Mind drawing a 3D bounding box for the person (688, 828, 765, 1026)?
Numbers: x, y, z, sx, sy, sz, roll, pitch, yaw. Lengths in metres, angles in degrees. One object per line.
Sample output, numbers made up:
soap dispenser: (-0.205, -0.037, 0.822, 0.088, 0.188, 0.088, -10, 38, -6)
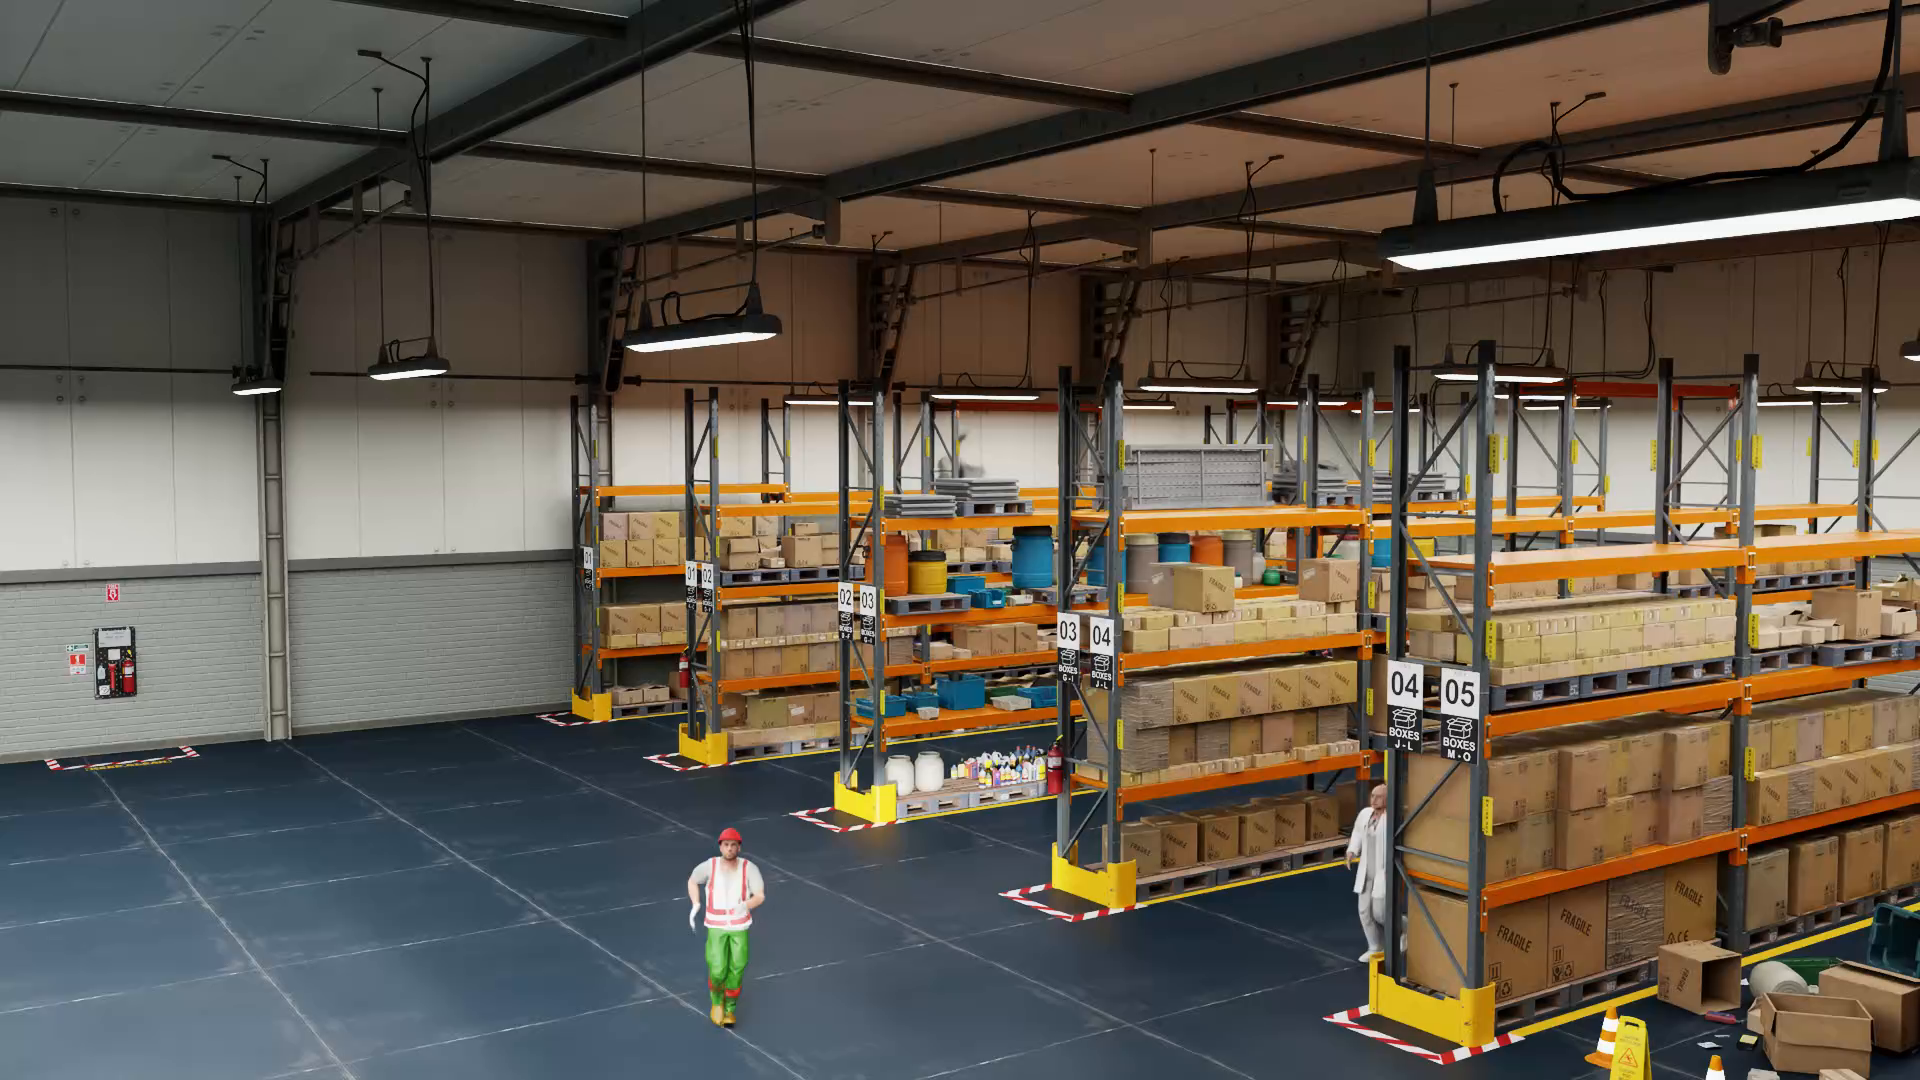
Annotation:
person: (-2.029, 3.395, 14.531, 0.652, 1.752, 0.641, -1, 4, -12)

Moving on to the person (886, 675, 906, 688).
person: (-1.168, 2.508, 30.728, 0.666, 1.607, 0.580, -3, 4, -38)

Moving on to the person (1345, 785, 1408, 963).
person: (4.194, 3.295, 16.548, 0.643, 1.744, 0.734, -3, 5, -41)
